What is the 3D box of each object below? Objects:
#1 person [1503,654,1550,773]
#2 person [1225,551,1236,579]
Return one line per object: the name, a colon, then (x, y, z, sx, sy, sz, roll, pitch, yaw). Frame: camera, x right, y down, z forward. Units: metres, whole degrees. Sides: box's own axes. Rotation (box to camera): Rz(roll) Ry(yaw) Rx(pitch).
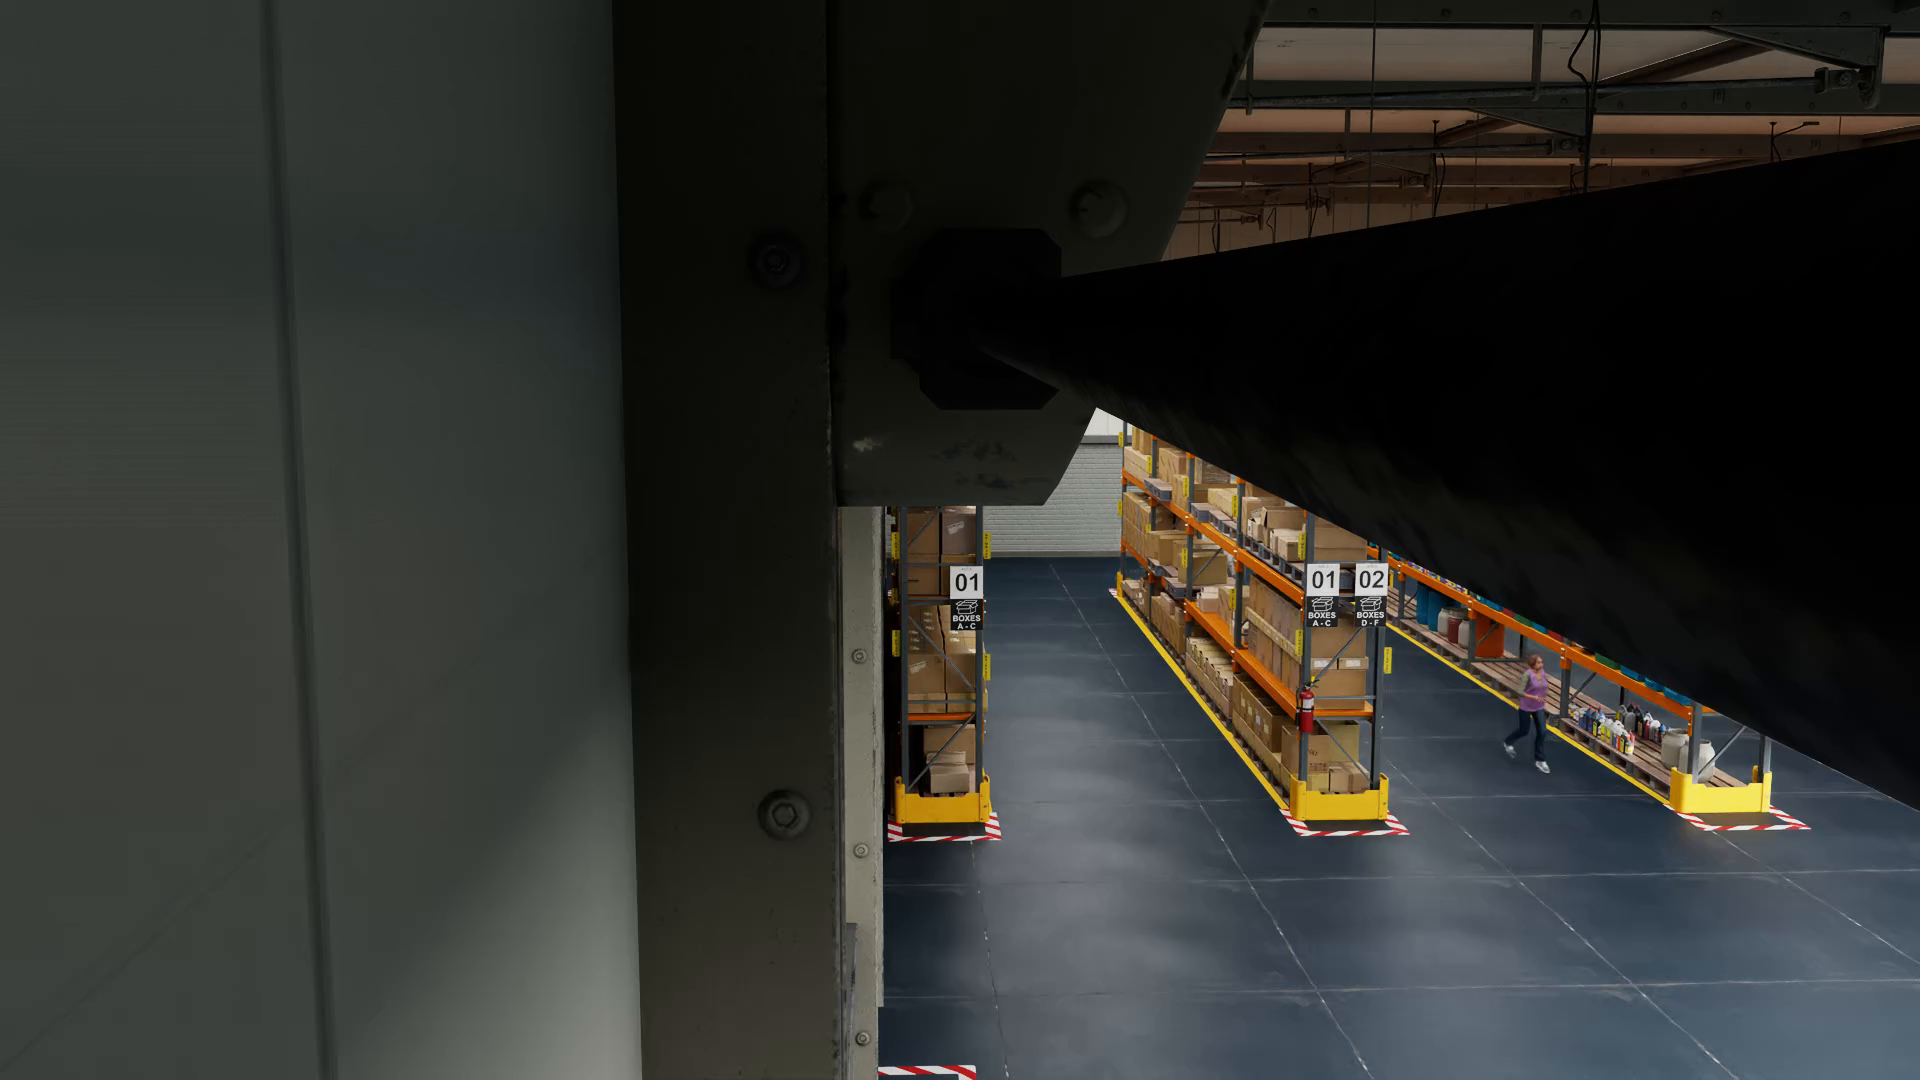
person: (7.844, 2.331, 22.923, 0.516, 1.605, 0.855, -3, 8, -19)
person: (5.884, 0.462, 36.015, 0.684, 1.644, 0.628, -2, 8, -14)
